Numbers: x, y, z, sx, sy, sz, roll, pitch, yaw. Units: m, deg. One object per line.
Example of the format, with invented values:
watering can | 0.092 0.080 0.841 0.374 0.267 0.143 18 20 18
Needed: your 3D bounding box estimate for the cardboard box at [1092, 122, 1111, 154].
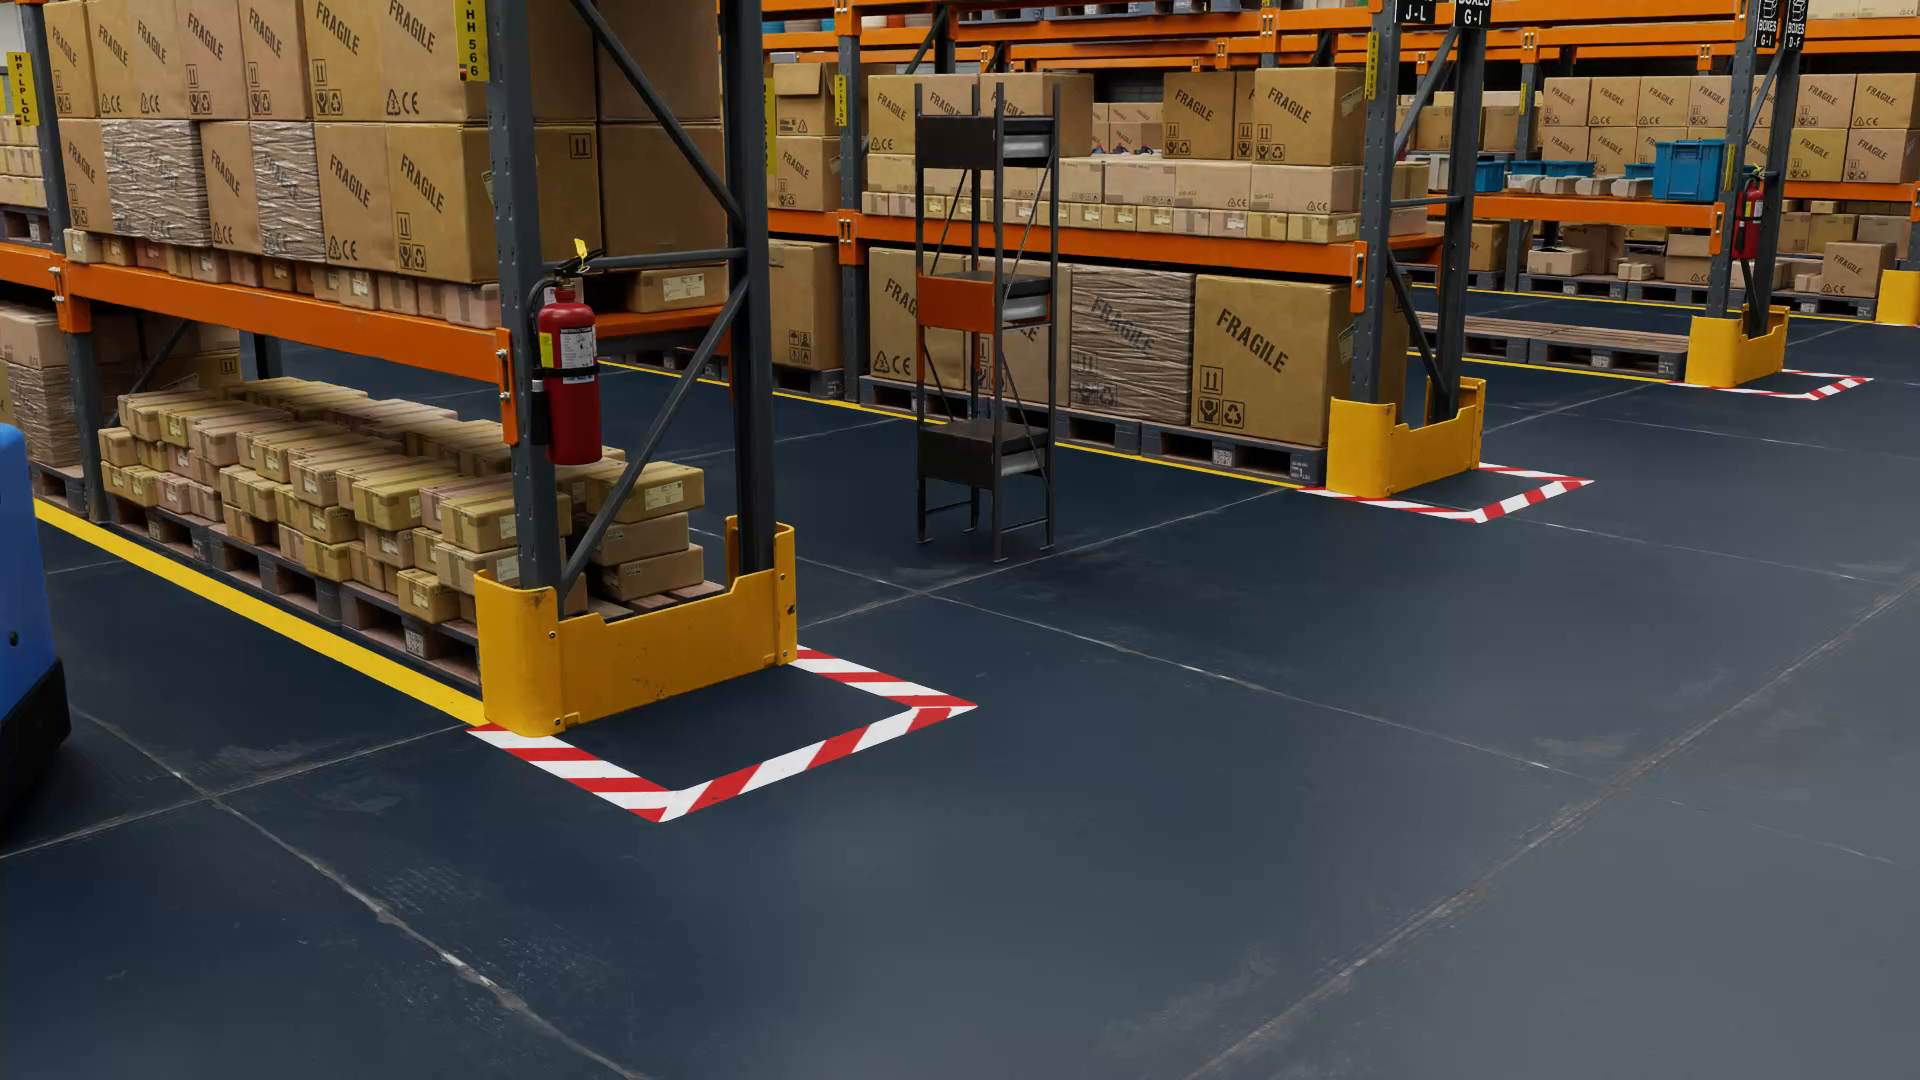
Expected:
cardboard box | 1.980 -5.431 22.627 0.500 0.500 0.500 14 20 42

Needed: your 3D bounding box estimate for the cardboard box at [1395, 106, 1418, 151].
cardboard box | 5.143 -4.849 19.562 0.500 0.500 0.700 8 17 28

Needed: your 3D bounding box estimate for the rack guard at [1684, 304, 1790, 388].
rack guard | 5.923 -1.489 12.657 0.348 0.500 1.175 14 20 42

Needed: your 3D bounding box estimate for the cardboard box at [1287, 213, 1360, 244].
cardboard box | 1.973 -1.683 8.940 0.380 0.149 0.250 -14 20 -43

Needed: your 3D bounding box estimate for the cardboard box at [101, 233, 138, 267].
cardboard box | -3.722 -1.357 7.690 0.380 0.149 0.250 -14 20 -43

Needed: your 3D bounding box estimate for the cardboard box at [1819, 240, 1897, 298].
cardboard box | 8.775 -2.653 16.250 0.500 0.500 0.500 14 20 42

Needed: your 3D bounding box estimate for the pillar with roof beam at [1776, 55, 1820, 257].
pillar with roof beam | 8.009 -7.355 18.314 0.400 9.000 9.100 14 20 42

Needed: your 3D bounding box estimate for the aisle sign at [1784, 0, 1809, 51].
aisle sign | 6.154 -4.000 12.180 0.004 0.787 0.394 14 20 42

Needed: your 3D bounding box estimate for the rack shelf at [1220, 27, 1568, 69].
rack shelf | 5.018 -5.753 19.539 4.000 0.370 1.077 14 20 42

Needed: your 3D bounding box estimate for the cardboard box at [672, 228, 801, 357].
cardboard box | -1.540 -1.942 12.816 0.875 0.875 1.225 13 19 40

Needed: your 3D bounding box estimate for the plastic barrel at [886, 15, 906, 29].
plastic barrel | -0.774 -6.058 18.432 0.708 0.830 0.600 14 20 42

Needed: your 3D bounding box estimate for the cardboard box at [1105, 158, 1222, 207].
cardboard box | 1.194 -2.088 9.703 0.500 0.250 0.500 13 19 40

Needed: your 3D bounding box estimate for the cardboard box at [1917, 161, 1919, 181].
cardboard box | 9.201 -3.773 16.266 0.500 0.500 0.500 -14 20 -43

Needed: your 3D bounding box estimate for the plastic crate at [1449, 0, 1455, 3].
plastic crate | 4.196 -4.571 14.101 0.466 0.136 0.293 14 20 42

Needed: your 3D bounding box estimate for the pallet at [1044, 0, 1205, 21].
pallet | 1.566 -5.078 15.899 1.213 0.211 1.003 14 20 42

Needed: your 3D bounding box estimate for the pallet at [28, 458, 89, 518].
pallet | -4.498 -0.406 9.071 1.213 0.211 1.003 14 20 42

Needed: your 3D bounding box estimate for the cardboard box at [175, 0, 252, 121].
cardboard box | -2.688 -1.900 6.505 0.500 0.500 0.500 13 19 40

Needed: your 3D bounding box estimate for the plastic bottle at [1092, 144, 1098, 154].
plastic bottle | 1.344 -3.722 16.367 0.185 0.351 0.144 14 20 42

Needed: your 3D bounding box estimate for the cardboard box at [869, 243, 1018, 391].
cardboard box | -0.002 -1.547 11.301 0.875 0.875 0.875 14 20 42

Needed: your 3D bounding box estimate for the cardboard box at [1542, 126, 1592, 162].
cardboard box | 6.635 -4.209 17.939 0.500 0.500 0.500 -14 20 -43

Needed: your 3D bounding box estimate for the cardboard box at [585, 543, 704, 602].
cardboard box | -1.212 0.107 6.393 0.380 0.149 0.250 -14 20 -43

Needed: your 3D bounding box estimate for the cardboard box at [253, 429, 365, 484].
cardboard box | -2.725 -0.355 6.986 0.250 0.149 0.380 14 20 42

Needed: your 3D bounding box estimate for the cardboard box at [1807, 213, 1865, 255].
cardboard box | 11.088 -3.865 20.939 0.700 0.500 0.500 -14 20 -43

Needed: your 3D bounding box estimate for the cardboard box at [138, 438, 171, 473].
cardboard box | -3.653 -0.437 7.893 0.250 0.149 0.380 14 20 43

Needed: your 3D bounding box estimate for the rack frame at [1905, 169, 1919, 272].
rack frame | 9.337 -3.599 15.797 0.127 3.000 1.000 14 20 42

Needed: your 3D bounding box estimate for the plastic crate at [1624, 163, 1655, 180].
plastic crate | 5.473 -2.867 13.200 0.300 0.233 0.416 14 20 42

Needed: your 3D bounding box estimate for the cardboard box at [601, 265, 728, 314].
cardboard box | -1.063 -0.914 5.989 0.250 0.149 0.380 13 20 42

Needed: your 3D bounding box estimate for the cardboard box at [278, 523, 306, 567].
cardboard box | -2.563 -0.011 6.848 0.380 0.149 0.250 -14 20 -43

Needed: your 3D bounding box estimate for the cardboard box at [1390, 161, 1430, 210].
cardboard box | 2.300 -2.006 9.390 0.500 0.250 0.500 13 19 41

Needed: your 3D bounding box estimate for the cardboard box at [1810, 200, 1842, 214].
cardboard box | 10.856 -4.173 20.836 0.250 0.149 0.380 13 19 41

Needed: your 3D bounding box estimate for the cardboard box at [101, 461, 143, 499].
cardboard box | -3.897 -0.321 8.036 0.250 0.149 0.380 13 19 40

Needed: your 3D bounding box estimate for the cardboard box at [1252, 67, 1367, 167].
cardboard box | 1.925 -2.274 8.929 0.500 0.500 0.500 14 20 43

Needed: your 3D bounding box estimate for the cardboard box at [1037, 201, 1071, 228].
cardboard box | 0.684 -1.996 10.141 0.250 0.149 0.380 13 19 41

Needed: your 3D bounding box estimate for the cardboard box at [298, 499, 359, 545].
cardboard box | -2.392 -0.106 6.622 0.250 0.149 0.380 14 20 43

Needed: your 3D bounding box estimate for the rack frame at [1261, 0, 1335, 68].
rack frame | 3.017 -3.401 15.035 0.127 3.000 1.000 14 20 42

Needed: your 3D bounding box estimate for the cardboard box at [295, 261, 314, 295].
cardboard box | -2.354 -1.045 6.491 0.250 0.149 0.380 13 19 40

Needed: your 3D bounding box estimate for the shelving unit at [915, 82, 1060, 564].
shelving unit | 0.119 -0.987 7.556 0.503 2.100 0.431 14 20 42

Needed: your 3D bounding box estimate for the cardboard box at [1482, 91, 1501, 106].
cardboard box | 7.549 -6.244 23.631 0.500 0.250 0.500 13 20 41

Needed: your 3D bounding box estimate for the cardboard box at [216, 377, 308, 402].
cardboard box | -3.500 -0.716 8.372 0.380 0.149 0.250 -14 20 -43

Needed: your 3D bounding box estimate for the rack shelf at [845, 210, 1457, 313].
rack shelf | 1.019 -1.804 10.332 4.000 0.370 1.077 14 20 42

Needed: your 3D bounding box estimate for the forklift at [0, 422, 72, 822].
forklift | -4.212 -0.546 4.216 3.031 2.935 1.130 -3 15 -13

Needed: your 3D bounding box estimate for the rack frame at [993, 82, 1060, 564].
rack frame | 0.295 -0.944 7.392 0.015 2.100 0.400 14 20 42

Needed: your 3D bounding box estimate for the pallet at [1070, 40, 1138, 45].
pallet | 2.220 -6.657 21.958 1.003 0.211 1.213 -13 20 -42

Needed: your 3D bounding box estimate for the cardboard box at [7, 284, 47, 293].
cardboard box | -5.416 -1.426 10.092 0.500 0.250 0.500 -14 20 -43

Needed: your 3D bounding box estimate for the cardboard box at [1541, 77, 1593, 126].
cardboard box | 6.601 -4.698 17.832 0.500 0.500 0.500 -14 20 -43

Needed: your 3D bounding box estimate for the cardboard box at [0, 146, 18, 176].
cardboard box | -4.727 -1.969 8.614 0.380 0.149 0.250 -13 20 -42

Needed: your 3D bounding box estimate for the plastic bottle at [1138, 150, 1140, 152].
plastic bottle | 1.776 -3.795 16.781 0.133 0.283 0.061 14 20 42

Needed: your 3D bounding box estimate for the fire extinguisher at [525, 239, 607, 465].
fire extinguisher | -1.196 -0.574 5.077 0.183 0.674 0.296 14 20 42

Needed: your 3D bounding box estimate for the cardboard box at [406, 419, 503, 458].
cardboard box | -2.160 -0.411 7.201 0.250 0.149 0.380 14 20 43

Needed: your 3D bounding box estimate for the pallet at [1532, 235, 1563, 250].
pallet | 8.403 -4.185 23.574 1.213 0.211 1.003 14 20 42

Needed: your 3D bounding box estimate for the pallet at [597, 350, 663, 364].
pallet | -2.785 -1.701 14.041 1.213 0.211 1.003 14 20 42

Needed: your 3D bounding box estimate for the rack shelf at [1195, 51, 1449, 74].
rack shelf | 5.574 -7.353 25.679 4.000 0.370 1.077 14 20 42

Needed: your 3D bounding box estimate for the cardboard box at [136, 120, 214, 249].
cardboard box | -3.056 -1.499 6.949 0.500 0.500 0.500 13 20 41

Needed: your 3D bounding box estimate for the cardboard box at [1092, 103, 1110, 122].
cardboard box | 2.486 -7.193 28.360 0.500 0.500 0.500 -14 20 -42

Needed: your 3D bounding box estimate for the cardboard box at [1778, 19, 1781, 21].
cardboard box | 8.063 -5.195 16.269 0.500 0.250 0.500 14 20 42
